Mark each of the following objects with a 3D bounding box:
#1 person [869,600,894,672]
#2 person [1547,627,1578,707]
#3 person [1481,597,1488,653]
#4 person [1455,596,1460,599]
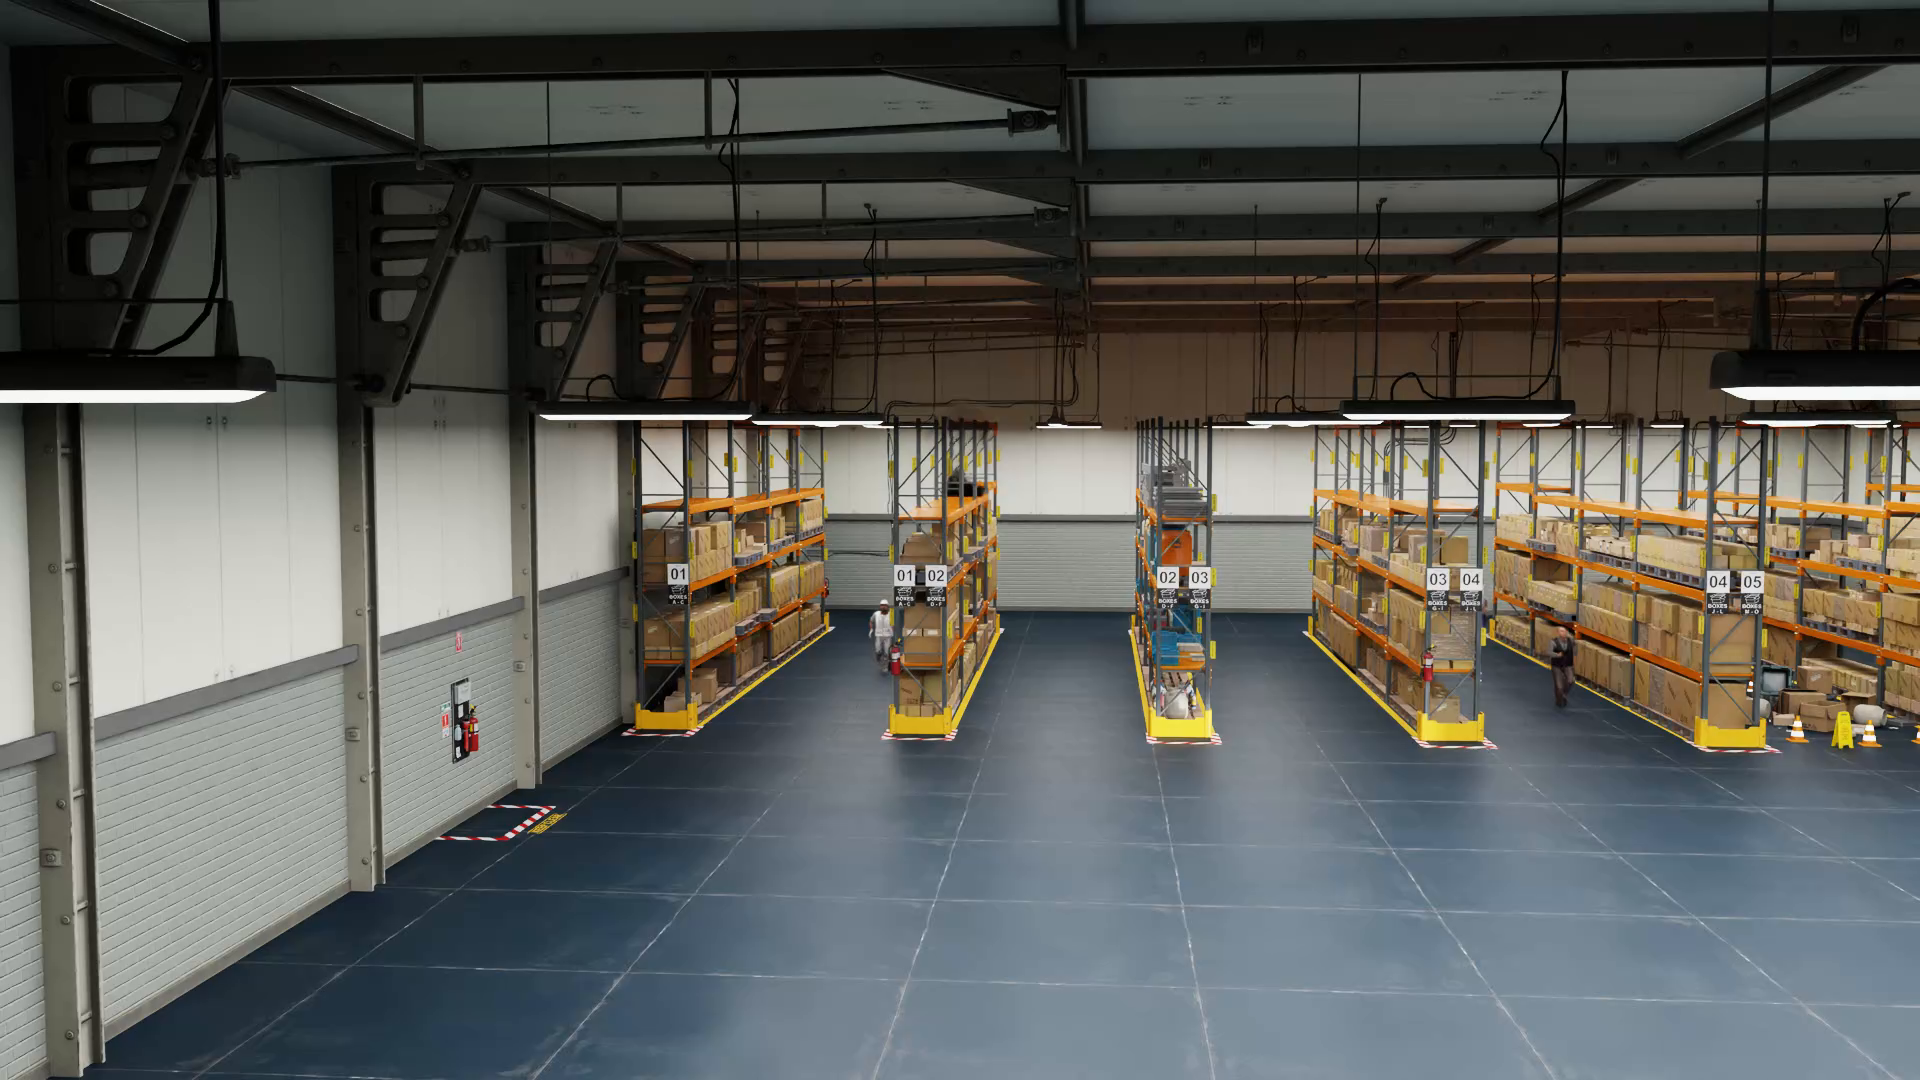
[{"bbox_3d":[-1.807,2.281,39.199,0.681,1.739,0.624,0,4,0],"label":"person"},{"bbox_3d":[12.444,2.618,34.306,0.687,1.671,0.777,0,4,4],"label":"person"},{"bbox_3d":[13.474,2.112,43.375,0.619,1.680,0.909,0,4,2],"label":"person"},{"bbox_3d":[14.104,1.857,47.344,0.530,1.543,0.718,-1,4,-13],"label":"person"}]
